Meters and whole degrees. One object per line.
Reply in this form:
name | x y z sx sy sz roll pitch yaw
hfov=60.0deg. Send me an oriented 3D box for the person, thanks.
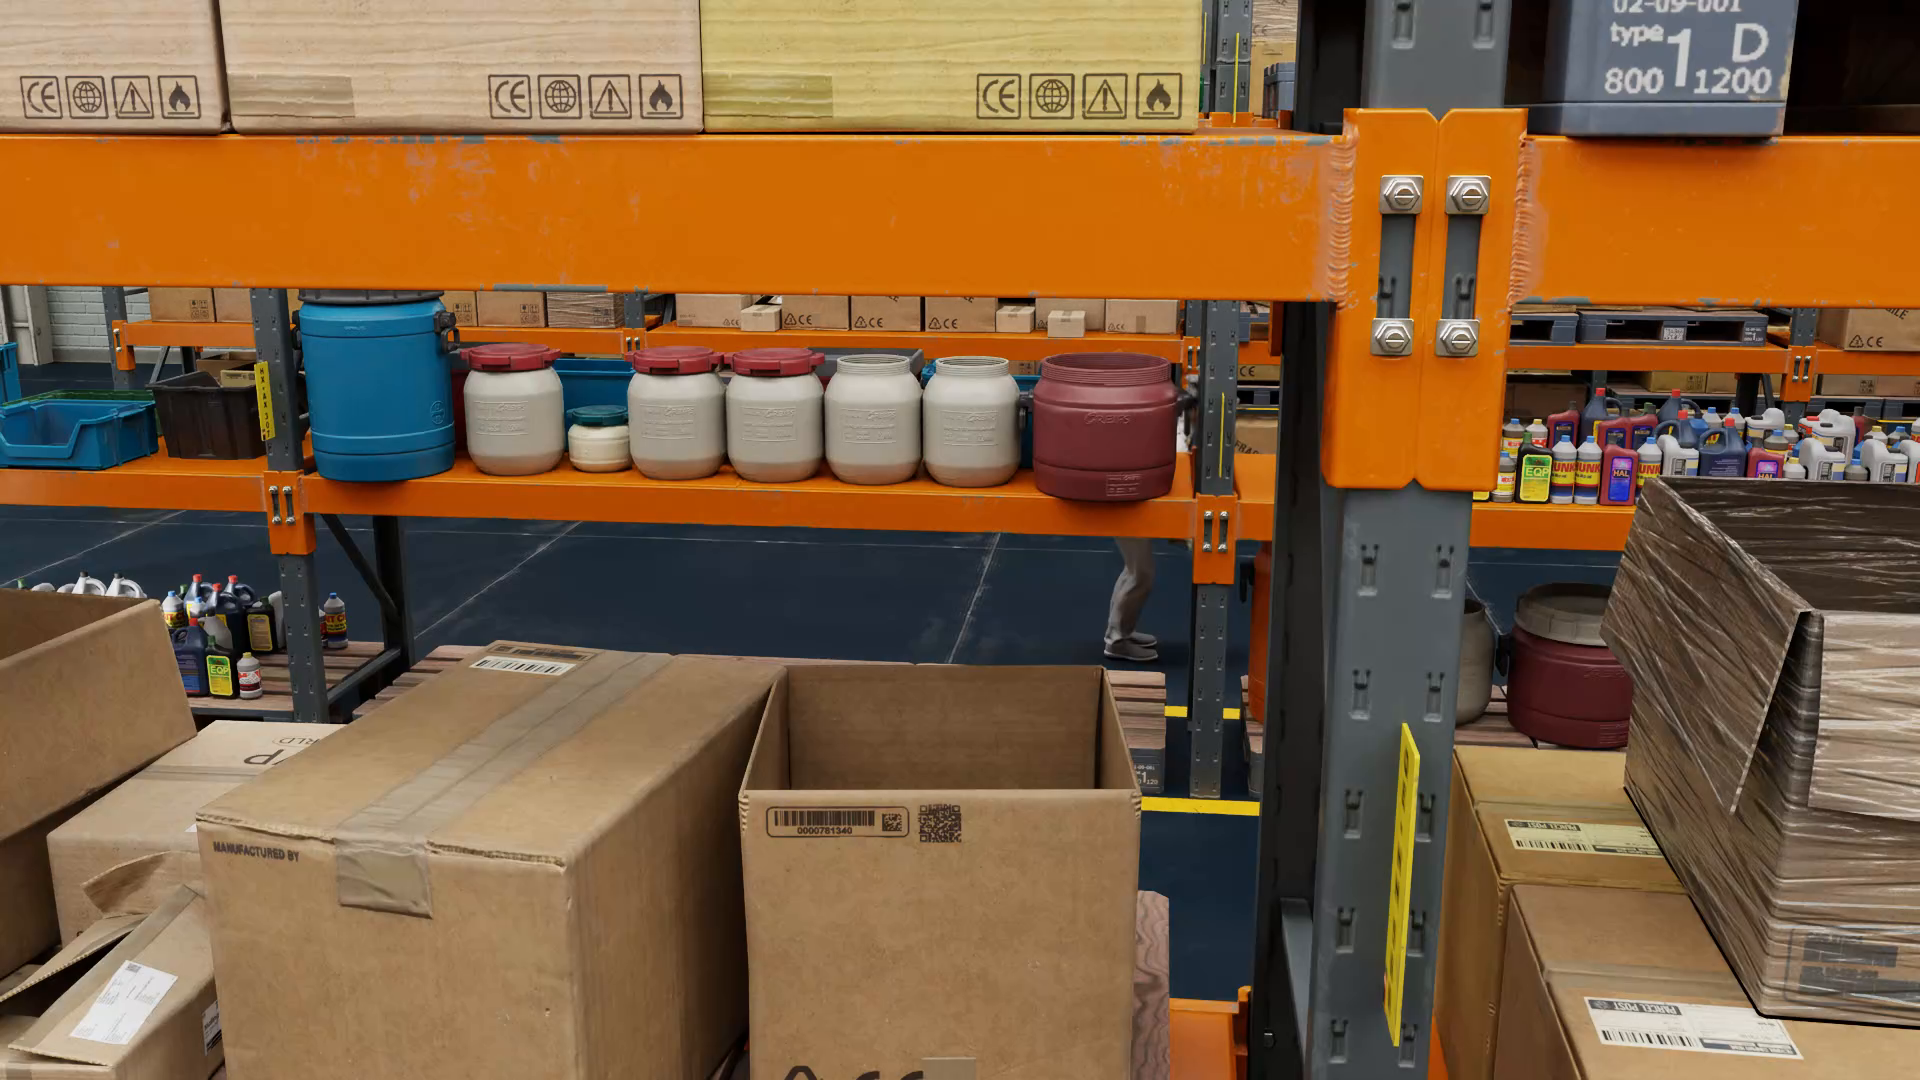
person | 1.000 -0.173 8.812 0.573 1.611 0.413 1 14 5
